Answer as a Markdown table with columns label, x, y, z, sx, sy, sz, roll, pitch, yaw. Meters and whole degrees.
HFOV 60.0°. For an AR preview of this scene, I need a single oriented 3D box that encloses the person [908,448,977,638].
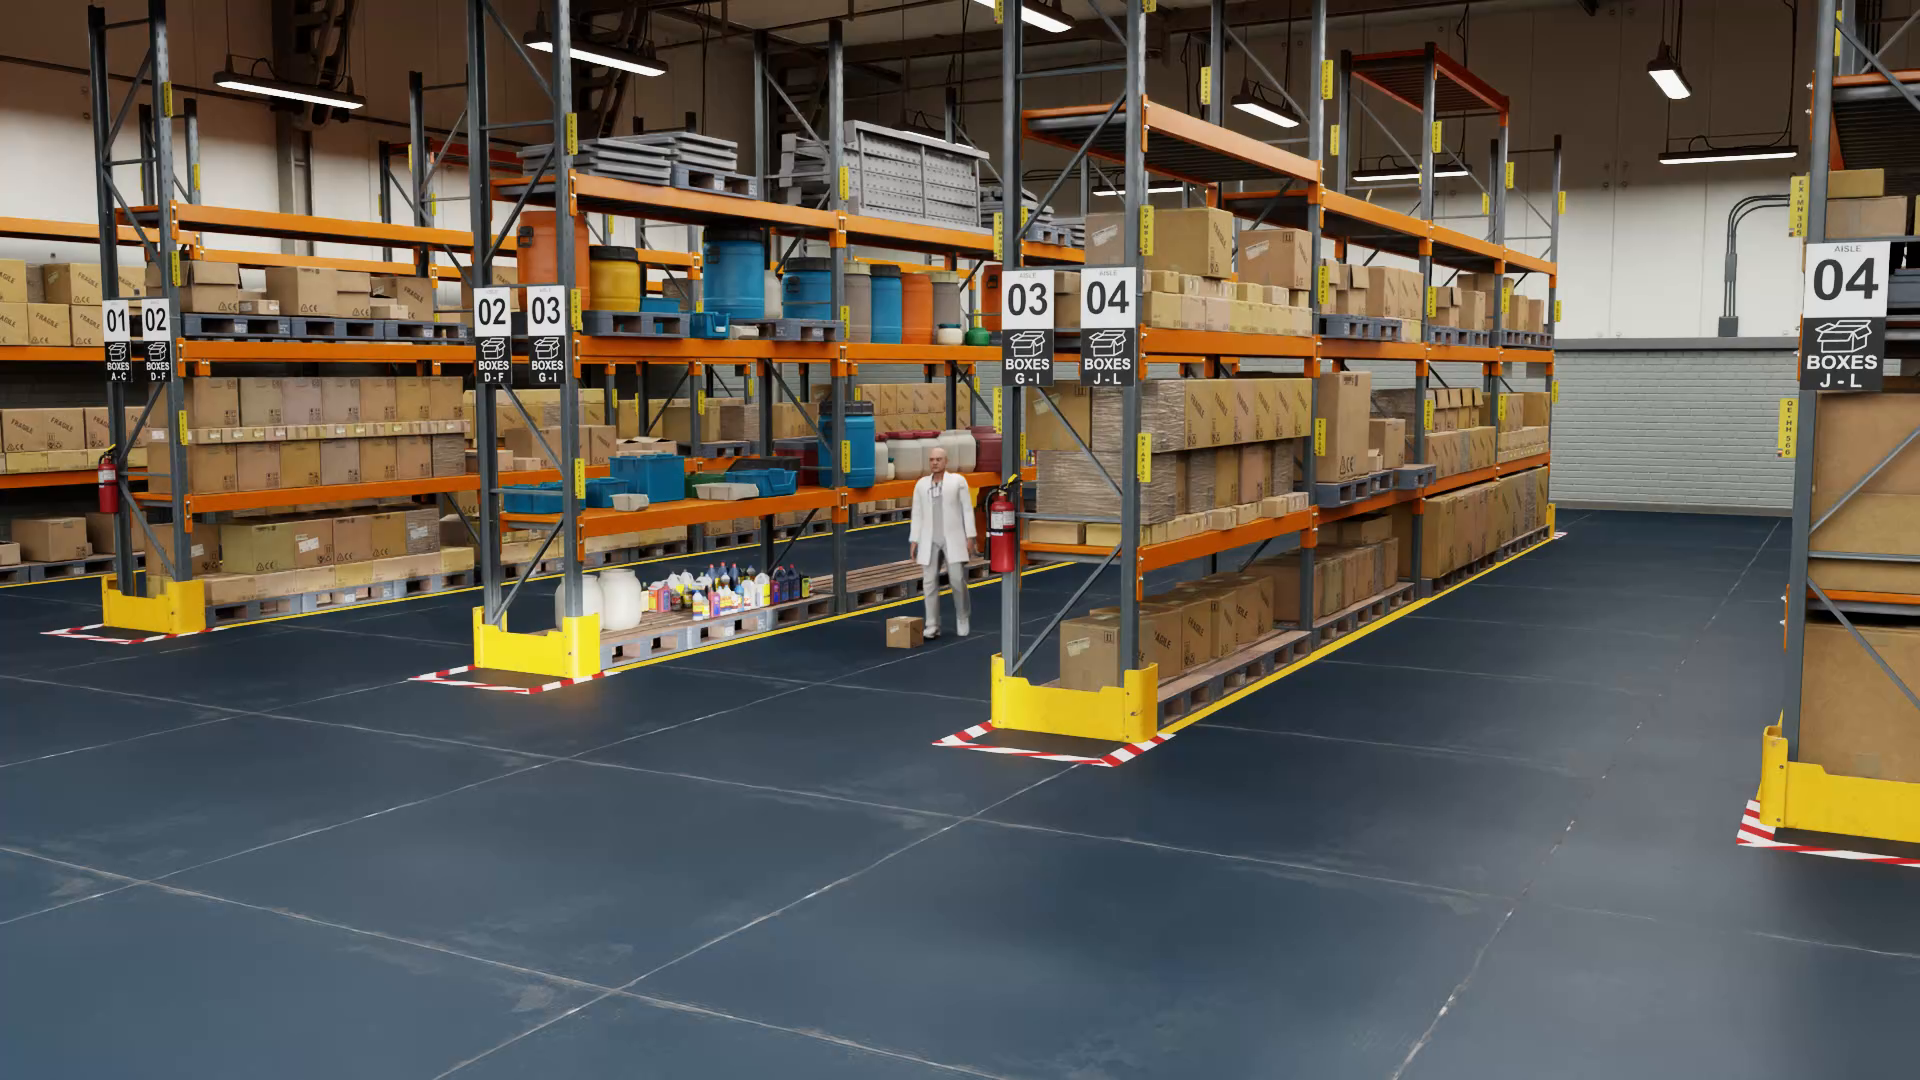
| label | x | y | z | sx | sy | sz | roll | pitch | yaw |
| --- | --- | --- | --- | --- | --- | --- | --- | --- | --- |
| person | -0.167 | 0.024 | 15.664 | 0.639 | 1.785 | 0.652 | 2 | 6 | 17 |
